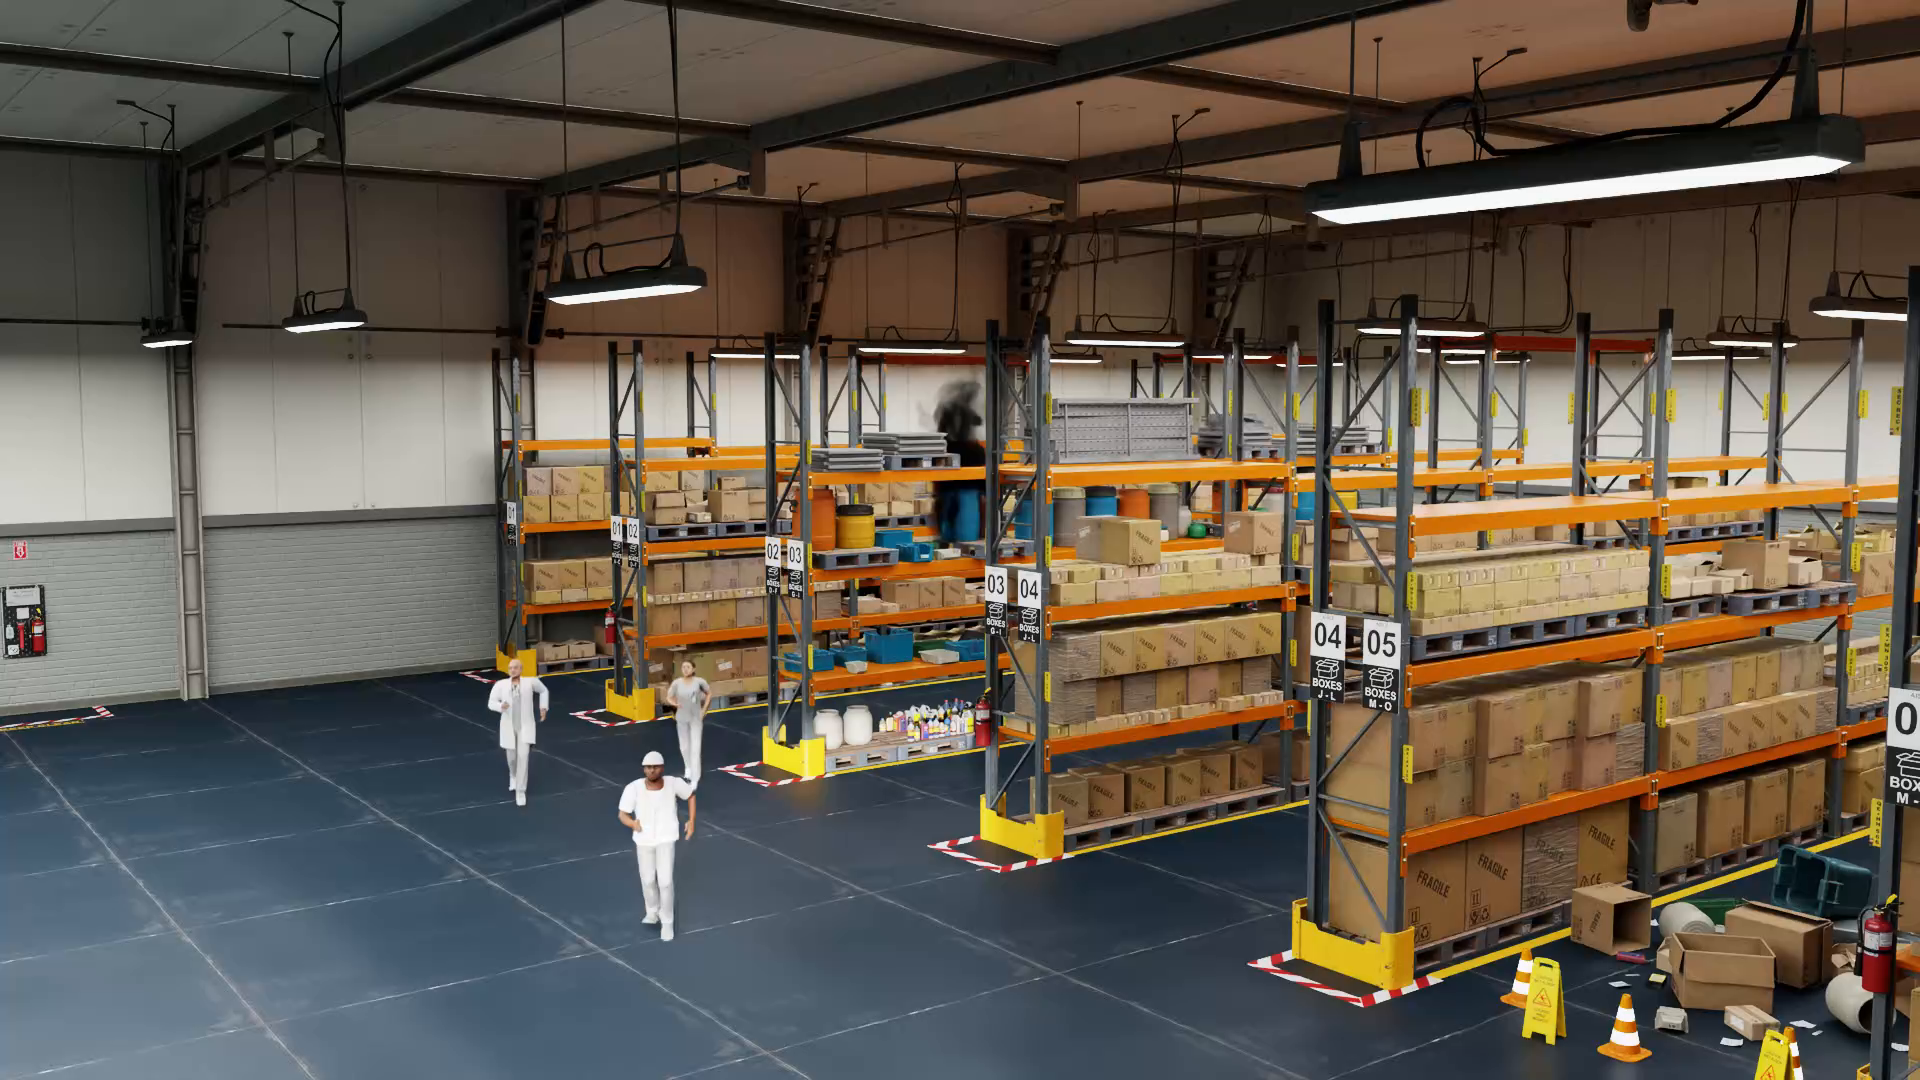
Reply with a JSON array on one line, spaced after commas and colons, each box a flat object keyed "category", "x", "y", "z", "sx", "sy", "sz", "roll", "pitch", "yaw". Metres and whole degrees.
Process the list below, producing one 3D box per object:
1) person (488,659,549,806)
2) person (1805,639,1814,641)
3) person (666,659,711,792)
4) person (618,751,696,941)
[{"category": "person", "x": -5.635, "y": 2.399, "z": 21.195, "sx": 0.731, "sy": 1.758, "sz": 1.116, "roll": -1, "pitch": 5, "yaw": -6}, {"category": "person", "x": 11.858, "y": 2.250, "z": 23.280, "sx": 0.660, "sy": 1.735, "sz": 0.722, "roll": -3, "pitch": 6, "yaw": -32}, {"category": "person", "x": -3.573, "y": 2.399, "z": 21.936, "sx": 0.593, "sy": 1.688, "sz": 0.863, "roll": -1, "pitch": 5, "yaw": -9}, {"category": "person", "x": -2.887, "y": 2.916, "z": 15.855, "sx": 0.720, "sy": 1.840, "sz": 0.744, "roll": 0, "pitch": 5, "yaw": -5}]
